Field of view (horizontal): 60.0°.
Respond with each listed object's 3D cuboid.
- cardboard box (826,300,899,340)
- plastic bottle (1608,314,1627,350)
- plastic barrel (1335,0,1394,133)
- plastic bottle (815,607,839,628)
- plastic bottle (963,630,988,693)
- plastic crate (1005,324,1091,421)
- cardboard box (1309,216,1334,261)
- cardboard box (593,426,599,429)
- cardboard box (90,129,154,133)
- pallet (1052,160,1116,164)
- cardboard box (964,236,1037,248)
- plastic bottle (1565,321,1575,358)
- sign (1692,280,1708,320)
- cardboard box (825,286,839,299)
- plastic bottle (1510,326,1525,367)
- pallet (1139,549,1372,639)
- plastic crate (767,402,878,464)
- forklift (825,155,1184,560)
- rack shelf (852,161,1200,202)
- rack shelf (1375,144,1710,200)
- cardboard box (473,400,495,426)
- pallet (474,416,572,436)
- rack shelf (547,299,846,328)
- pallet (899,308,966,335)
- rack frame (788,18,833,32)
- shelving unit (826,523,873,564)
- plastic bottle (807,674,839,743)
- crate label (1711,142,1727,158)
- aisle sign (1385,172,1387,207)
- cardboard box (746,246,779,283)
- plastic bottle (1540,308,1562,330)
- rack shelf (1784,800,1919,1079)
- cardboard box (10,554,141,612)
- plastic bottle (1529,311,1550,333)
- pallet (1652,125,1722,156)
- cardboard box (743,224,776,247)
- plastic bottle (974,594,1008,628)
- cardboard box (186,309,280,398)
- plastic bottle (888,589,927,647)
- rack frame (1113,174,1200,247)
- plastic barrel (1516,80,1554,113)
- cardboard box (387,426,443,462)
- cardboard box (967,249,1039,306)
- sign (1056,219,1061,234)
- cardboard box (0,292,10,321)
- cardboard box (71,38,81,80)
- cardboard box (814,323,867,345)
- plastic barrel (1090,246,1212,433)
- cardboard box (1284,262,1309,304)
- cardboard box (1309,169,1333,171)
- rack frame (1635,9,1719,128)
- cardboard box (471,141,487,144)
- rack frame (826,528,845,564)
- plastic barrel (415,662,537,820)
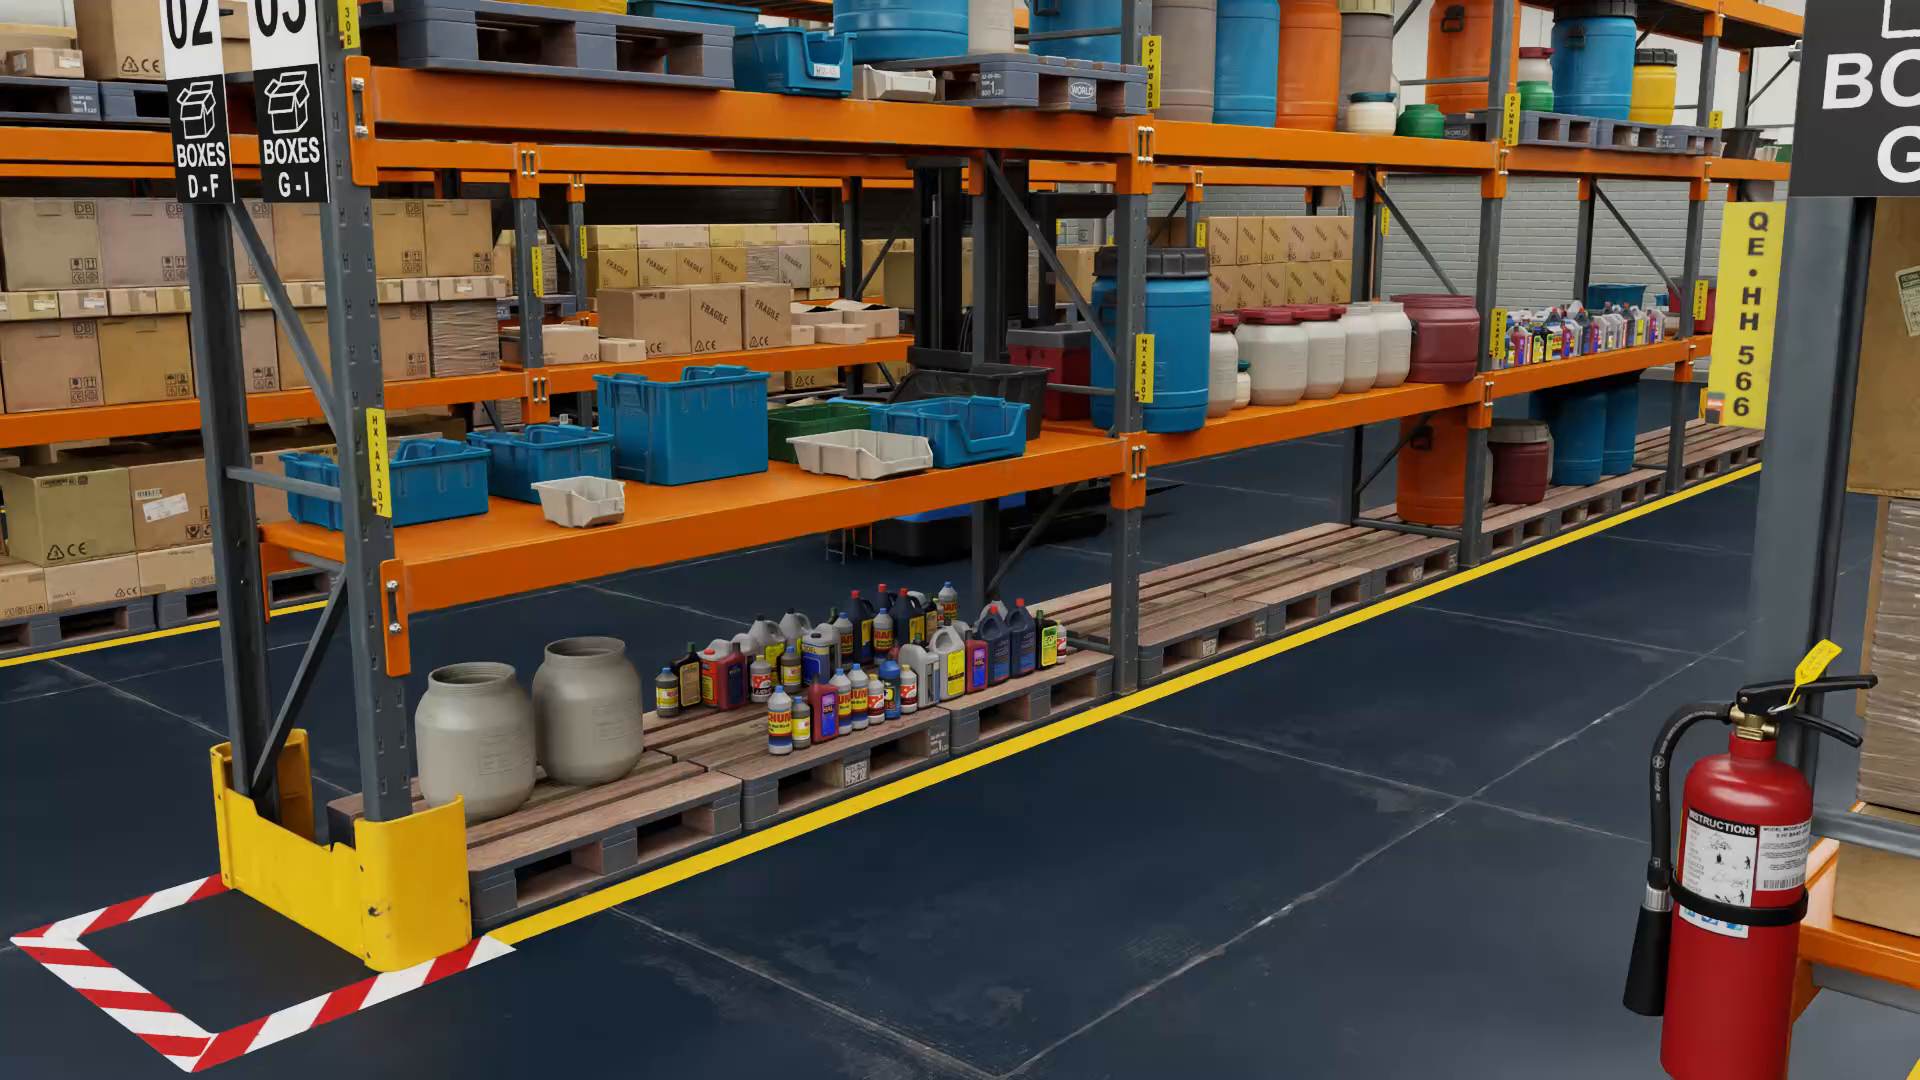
[{"bbox_3d":[-0.874,-1.896,14.274,0.500,0.311,0.500,11,16,44],"label":"cardboard box"},{"bbox_3d":[5.167,-1.647,13.114,0.152,0.276,0.135,10,15,40],"label":"plastic bottle"},{"bbox_3d":[2.412,-2.971,10.488,0.600,0.901,0.600,0,11,0],"label":"plastic barrel"},{"bbox_3d":[-0.632,0.470,8.012,0.061,0.283,0.133,11,15,43],"label":"plastic bottle"},{"bbox_3d":[0.066,0.548,7.623,0.133,0.283,0.061,-11,16,-44],"label":"plastic bottle"},{"bbox_3d":[0.567,-0.900,8.897,0.402,0.464,0.583,10,15,40],"label":"plastic crate"},{"bbox_3d":[3.921,-3.452,19.026,0.500,0.500,0.500,10,15,42],"label":"cardboard box"},{"bbox_3d":[-2.519,-0.779,12.969,0.500,0.311,0.500,10,15,40],"label":"cardboard box"},{"bbox_3d":[-7.114,-3.462,13.923,0.500,0.500,0.500,10,15,42],"label":"cardboard box"},{"bbox_3d":[0.874,-3.715,15.975,1.213,0.211,1.003,10,15,40],"label":"pallet"},{"bbox_3d":[0.627,-3.875,23.190,0.980,0.700,0.700,11,16,43],"label":"cardboard box"},{"bbox_3d":[4.506,-1.489,12.336,0.097,0.271,0.097,0,11,0],"label":"plastic bottle"},{"bbox_3d":[6.170,-2.000,13.857,0.100,0.325,0.005,10,15,40],"label":"sign"},{"bbox_3d":[-1.694,-3.016,20.245,0.380,0.149,0.250,10,15,41],"label":"cardboard box"},{"bbox_3d":[3.897,-1.354,11.629,0.061,0.283,0.133,10,15,40],"label":"plastic bottle"},{"bbox_3d":[1.772,0.308,10.129,1.003,0.211,1.213,10,15,40],"label":"pallet"},{"bbox_3d":[-0.631,-0.491,7.553,0.450,0.188,0.662,10,15,40],"label":"plastic crate"},{"bbox_3d":[0.460,-1.519,12.336,3.031,2.935,1.130,-10,15,-41],"label":"forklift"},{"bbox_3d":[0.719,-3.400,15.755,1.077,0.370,4.000,10,15,40],"label":"rack shelf"},{"bbox_3d":[4.438,-2.759,12.545,1.077,0.370,4.000,10,15,40],"label":"rack shelf"},{"bbox_3d":[-5.188,-1.444,17.042,0.700,0.500,0.500,10,15,40],"label":"cardboard box"},{"bbox_3d":[-4.841,-1.145,17.407,1.003,0.211,1.213,10,15,40],"label":"pallet"},{"bbox_3d":[-3.004,-2.569,19.252,1.077,0.370,4.000,10,15,40],"label":"rack shelf"},{"bbox_3d":[-0.206,-2.002,15.068,1.213,0.211,1.003,10,15,40],"label":"pallet"},{"bbox_3d":[-1.684,-6.158,20.067,1.000,3.000,0.127,10,15,40],"label":"rack frame"},{"bbox_3d":[-0.767,-0.381,11.437,0.252,1.050,0.215,-10,15,-41],"label":"shelving unit"},{"bbox_3d":[-0.569,0.689,6.914,0.061,0.283,0.133,10,15,41],"label":"plastic bottle"},{"bbox_3d":[6.298,-3.312,14.147,0.293,0.136,0.466,10,15,40],"label":"crate label"},{"bbox_3d":[4.955,-4.410,19.995,0.394,0.787,0.004,10,15,40],"label":"aisle sign"},{"bbox_3d":[-2.467,-3.171,19.364,0.500,0.500,0.500,10,15,40],"label":"cardboard box"},{"bbox_3d":[4.467,-1.571,12.546,0.144,0.351,0.185,10,15,40],"label":"plastic bottle"},{"bbox_3d":[2.877,0.529,3.740,1.077,0.370,4.000,10,15,40],"label":"rack shelf"},{"bbox_3d":[-5.033,0.208,9.462,0.500,0.250,0.500,10,15,40],"label":"cardboard box"},{"bbox_3d":[4.669,-1.700,13.379,0.152,0.276,0.135,10,15,40],"label":"plastic bottle"},{"bbox_3d":[5.314,-3.186,13.326,1.213,0.211,1.003,10,15,40],"label":"pallet"},{"bbox_3d":[-2.481,-3.538,19.285,0.500,0.250,0.500,10,15,41],"label":"cardboard box"},{"bbox_3d":[0.160,0.438,7.998,0.144,0.351,0.185,10,15,40],"label":"plastic bottle"},{"bbox_3d":[-4.544,-1.155,10.080,0.700,0.500,0.500,10,15,42],"label":"cardboard box"},{"bbox_3d":[-0.259,0.409,8.146,0.144,0.351,0.185,10,15,40],"label":"plastic bottle"},{"bbox_3d":[2.040,-2.576,17.451,1.000,3.000,0.127,10,15,40],"label":"rack frame"},{"bbox_3d":[3.990,-3.074,11.607,0.294,0.245,0.294,0,11,0],"label":"plastic barrel"},{"bbox_3d":[-3.722,-0.456,10.869,0.500,0.500,0.500,10,15,40],"label":"cardboard box"},{"bbox_3d":[0.477,-2.460,15.541,0.500,0.500,0.700,-9,14,-37],"label":"cardboard box"},{"bbox_3d":[1.355,-4.416,23.103,0.100,0.325,0.005,10,15,40],"label":"sign"},{"bbox_3d":[-5.289,-1.247,8.884,0.380,0.149,0.250,9,15,39],"label":"cardboard box"},{"bbox_3d":[-4.952,-2.798,9.700,0.500,0.311,0.500,-10,15,-41],"label":"cardboard box"},{"bbox_3d":[-0.987,-1.696,13.688,0.380,0.149,0.250,10,15,40],"label":"cardboard box"},{"bbox_3d":[0.960,-1.022,8.388,0.600,0.901,0.708,10,15,40],"label":"plastic barrel"},{"bbox_3d":[3.583,-2.889,18.762,0.500,0.500,0.500,9,15,40],"label":"cardboard box"},{"bbox_3d":[3.881,-4.305,18.831,0.500,0.250,0.500,10,15,40],"label":"cardboard box"},{"bbox_3d":[5.758,-4.877,13.654,1.000,3.000,0.127,10,15,40],"label":"rack frame"},{"bbox_3d":[-4.597,-3.924,16.716,0.500,0.311,0.500,10,15,40],"label":"cardboard box"},{"bbox_3d":[-0.857,-0.365,11.356,0.008,1.050,0.200,-10,15,-41],"label":"rack frame"},{"bbox_3d":[-1.786,0.738,6.139,0.421,0.512,0.421,0,11,0],"label":"plastic barrel"}]
